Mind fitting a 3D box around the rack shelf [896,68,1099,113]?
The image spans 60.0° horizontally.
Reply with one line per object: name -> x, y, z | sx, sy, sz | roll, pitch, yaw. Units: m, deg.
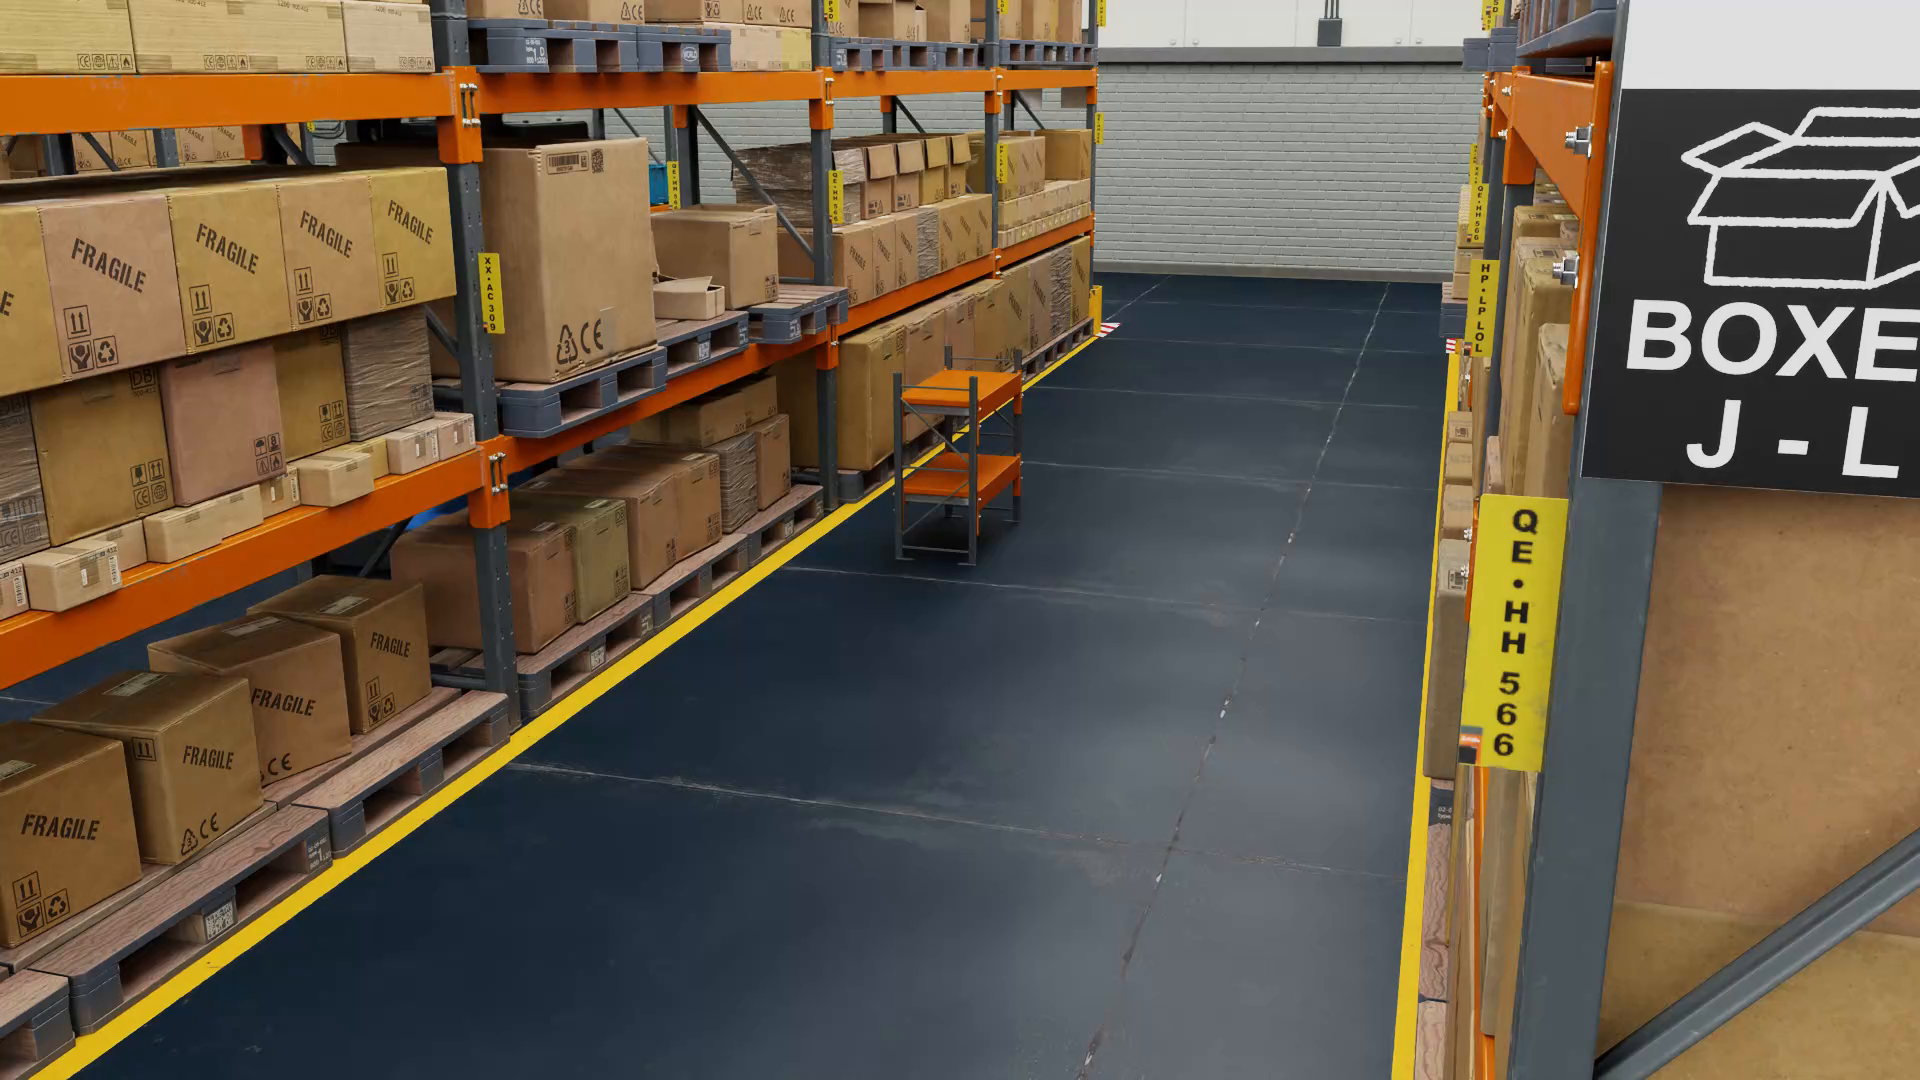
rack shelf -> 0.399, -4.345, 15.973 | 1.077, 0.370, 4.000 | 5, 16, 16

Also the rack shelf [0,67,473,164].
rack shelf -> -3.011, -1.206, 4.905 | 1.077, 0.370, 4.000 | 5, 16, 16

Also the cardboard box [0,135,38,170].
cardboard box -> -9.770, -4.176, 17.539 | 0.500, 0.500, 0.500 | 5, 17, 16

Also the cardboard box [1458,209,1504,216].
cardboard box -> 3.341, -2.003, 10.494 | 0.380, 0.149, 0.250 | 5, 17, 18

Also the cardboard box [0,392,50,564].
cardboard box -> -3.186, -0.186, 4.760 | 0.875, 0.500, 0.500 | 5, 16, 16

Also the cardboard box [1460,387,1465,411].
cardboard box -> 3.643, -0.735, 11.233 | 0.500, 0.500, 0.500 | 4, 16, 13

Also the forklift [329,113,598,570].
forklift -> -2.991, -1.580, 10.528 | 1.130, 2.935, 3.031 | 5, 17, 16

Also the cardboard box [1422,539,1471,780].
cardboard box -> 2.374, 0.490, 6.458 | 1.050, 0.750, 0.750 | 5, 16, 16

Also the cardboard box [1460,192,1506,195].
cardboard box -> 3.783, -2.409, 11.924 | 0.380, 0.149, 0.250 | 4, 16, 15

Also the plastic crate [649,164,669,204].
plastic crate -> -3.697, -4.099, 19.110 | 0.616, 0.435, 0.499 | 5, 16, 16

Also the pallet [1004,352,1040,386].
pallet -> 0.122, -1.576, 15.500 | 1.003, 0.211, 1.213 | 5, 16, 16

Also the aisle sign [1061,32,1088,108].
aisle sign -> 1.276, -5.018, 17.759 | 0.394, 0.787, 0.004 | 5, 16, 16

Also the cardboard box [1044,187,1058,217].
cardboard box -> 0.651, -3.293, 16.171 | 0.500, 0.250, 0.500 | 5, 16, 16

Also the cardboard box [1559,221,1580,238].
cardboard box -> 2.102, -0.566, 4.574 | 0.875, 0.550, 0.550 | 5, 16, 16

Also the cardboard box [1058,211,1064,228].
cardboard box -> 0.820, -3.197, 16.563 | 0.380, 0.149, 0.250 | 5, 16, 16

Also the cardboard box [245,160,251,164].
cardboard box -> -8.539, -4.315, 19.860 | 0.500, 0.500, 0.500 | 5, 17, 16

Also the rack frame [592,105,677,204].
rack frame -> -3.781, -4.156, 19.483 | 1.000, 3.000, 0.127 | 5, 16, 16

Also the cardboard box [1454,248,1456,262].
cardboard box -> 3.271, -1.795, 10.308 | 0.380, 0.149, 0.250 | 5, 17, 17

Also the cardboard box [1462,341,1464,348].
cardboard box -> 4.866, -1.747, 15.448 | 0.380, 0.149, 0.250 | 4, 16, 13

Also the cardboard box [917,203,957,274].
cardboard box -> -0.329, -2.363, 12.982 | 0.500, 0.500, 0.500 | 4, 16, 15

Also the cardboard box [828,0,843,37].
cardboard box -> -1.201, -3.538, 10.852 | 0.797, 0.503, 0.637 | 6, 17, 19

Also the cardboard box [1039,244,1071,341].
cardboard box -> 0.604, -2.540, 16.910 | 0.875, 0.875, 0.875 | 5, 16, 16

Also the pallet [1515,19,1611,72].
pallet -> 2.498, -1.816, 6.087 | 0.805, 0.209, 1.217 | 4, 16, 14

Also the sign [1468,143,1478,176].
sign -> 5.174, -3.819, 16.710 | 0.100, 0.325, 0.005 | 5, 16, 16

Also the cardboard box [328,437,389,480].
cardboard box -> -2.430, -0.307, 6.374 | 0.380, 0.149, 0.250 | 5, 16, 16

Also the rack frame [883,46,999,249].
rack frame -> -0.169, -2.725, 14.440 | 1.000, 3.000, 0.127 | 5, 16, 16

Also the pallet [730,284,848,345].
pallet -> -1.406, -1.392, 10.090 | 1.213, 0.211, 1.003 | 5, 16, 16

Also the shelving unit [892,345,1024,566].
shelving unit -> 0.002, -0.543, 10.182 | 0.538, 1.125, 1.048 | 5, 16, 16

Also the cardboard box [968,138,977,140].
cardboard box -> -0.148, -3.429, 15.275 | 0.500, 0.500, 0.500 | 5, 17, 16

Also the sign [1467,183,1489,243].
sign -> 2.898, -1.826, 9.293 | 0.100, 0.325, 0.005 | 5, 16, 16

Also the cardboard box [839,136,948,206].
cardboard box -> -0.549, -2.909, 13.068 | 0.797, 0.503, 0.637 | 5, 17, 16

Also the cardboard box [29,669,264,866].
cardboard box -> -2.851, 0.789, 5.862 | 0.500, 0.500, 0.500 | 3, 16, 11

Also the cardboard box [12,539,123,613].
cardboard box -> -2.750, 0.094, 4.960 | 0.380, 0.149, 0.250 | 5, 16, 16

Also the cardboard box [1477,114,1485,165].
cardboard box -> 4.574, -3.266, 13.786 | 0.500, 0.500, 0.500 | 4, 16, 14

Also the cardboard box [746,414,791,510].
cardboard box -> -1.477, -0.511, 10.408 | 0.700, 0.500, 0.500 | 4, 16, 13

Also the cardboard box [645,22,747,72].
cardboard box -> -1.479, -2.644, 8.932 | 0.500, 0.250, 0.500 | 5, 17, 17

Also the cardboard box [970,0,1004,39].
cardboard box -> -0.004, -4.676, 14.684 | 0.700, 0.500, 0.500 | 4, 16, 13

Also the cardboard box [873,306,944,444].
cardboard box -> -0.829, -1.270, 12.434 | 1.225, 0.875, 0.875 | 5, 16, 16

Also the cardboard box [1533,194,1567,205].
cardboard box -> 2.708, -1.147, 6.862 | 0.700, 0.500, 0.500 | 5, 17, 16

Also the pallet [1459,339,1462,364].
pallet -> 5.408, -1.789, 16.251 | 1.003, 0.211, 1.213 | 5, 16, 16

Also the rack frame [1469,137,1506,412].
rack frame -> 3.421, -1.267, 9.301 | 1.000, 3.000, 0.127 | 5, 16, 16

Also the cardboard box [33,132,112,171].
cardboard box -> -9.262, -4.125, 17.359 | 0.500, 0.500, 0.500 | 5, 17, 17

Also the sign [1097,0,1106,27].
sign -> 1.484, -5.557, 17.449 | 0.100, 0.325, 0.005 | 5, 16, 16

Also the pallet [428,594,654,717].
pallet -> -2.223, 0.506, 8.160 | 1.003, 0.211, 1.213 | 5, 16, 16

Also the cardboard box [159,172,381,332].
cardboard box -> -2.447, -1.034, 5.918 | 0.500, 0.500, 0.500 | 5, 16, 16

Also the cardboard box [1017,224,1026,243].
cardboard box -> 0.383, -2.793, 15.141 | 0.380, 0.149, 0.250 | 5, 17, 18

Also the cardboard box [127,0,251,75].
cardboard box -> -2.620, -1.594, 5.230 | 0.500, 0.250, 0.500 | 5, 16, 15

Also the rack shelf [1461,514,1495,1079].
rack shelf -> 1.716, 0.648, 3.865 | 1.077, 0.370, 4.000 | 5, 16, 16

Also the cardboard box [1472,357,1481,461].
cardboard box -> 2.320, -0.558, 6.618 | 0.500, 0.500, 0.500 | 4, 16, 15

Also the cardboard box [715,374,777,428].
cardboard box -> -1.467, -0.871, 10.303 | 0.500, 0.250, 0.500 | 5, 17, 18

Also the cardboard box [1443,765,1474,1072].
cardboard box -> 1.786, 0.994, 4.451 | 0.875, 0.875, 0.875 | 5, 17, 16
